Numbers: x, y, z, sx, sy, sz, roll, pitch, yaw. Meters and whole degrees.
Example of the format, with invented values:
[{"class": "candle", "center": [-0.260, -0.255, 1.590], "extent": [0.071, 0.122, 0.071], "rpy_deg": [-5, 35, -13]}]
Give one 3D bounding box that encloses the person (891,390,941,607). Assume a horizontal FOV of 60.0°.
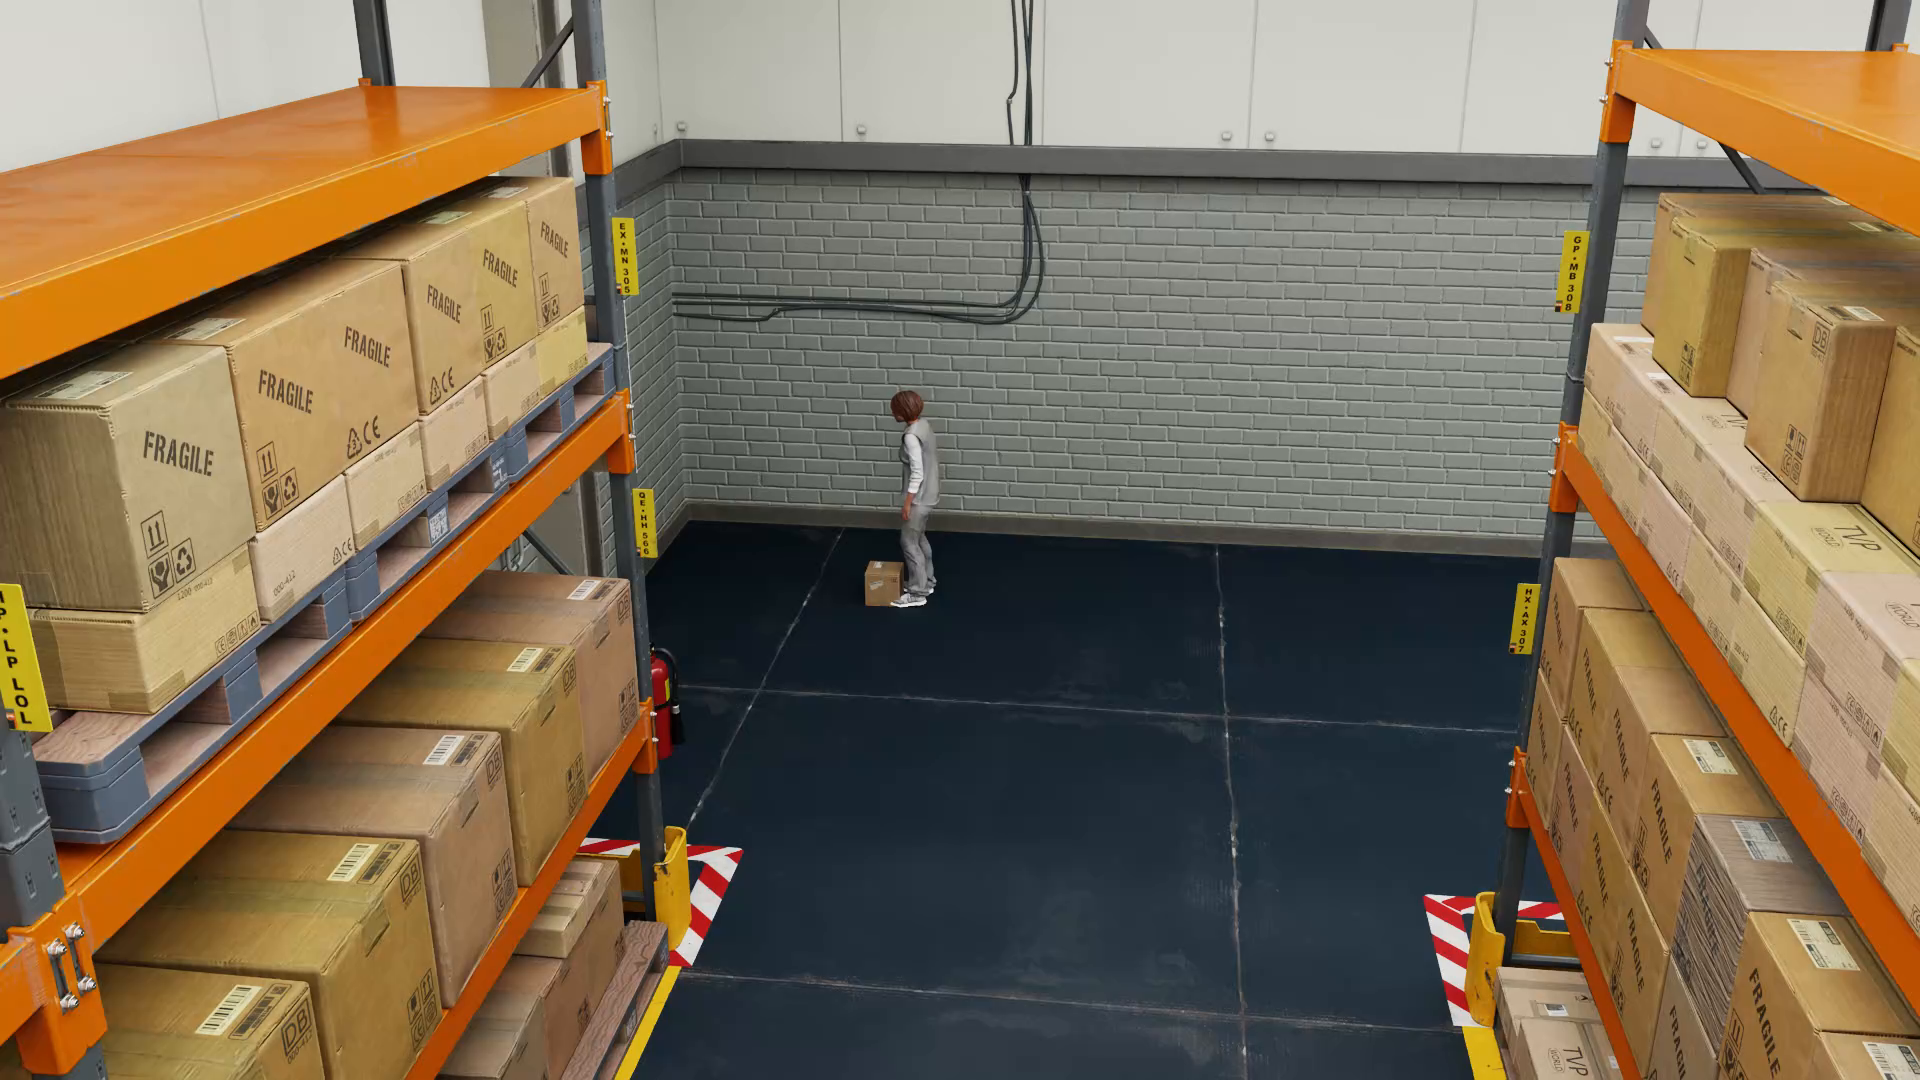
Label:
[{"class": "person", "center": [-0.320, -0.299, 11.860], "extent": [0.364, 1.593, 0.461], "rpy_deg": [3, 22, 7]}]
